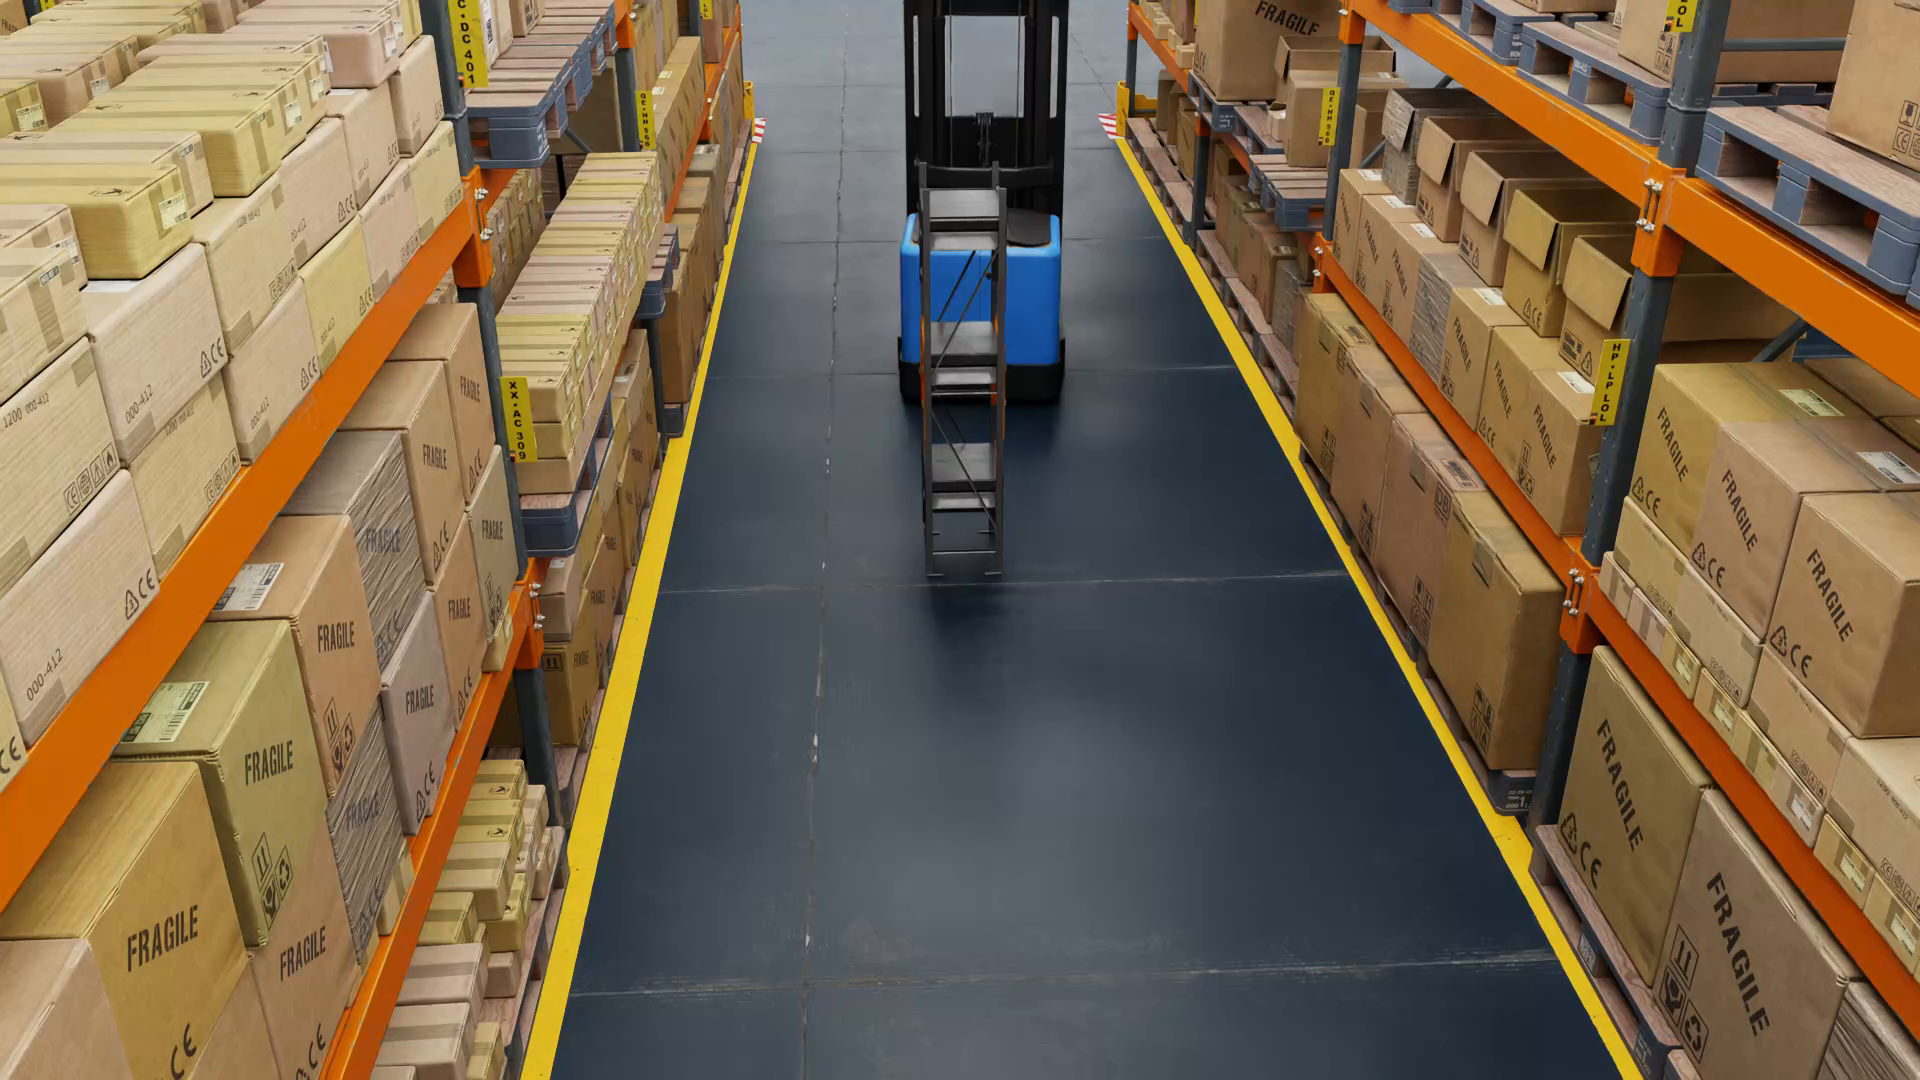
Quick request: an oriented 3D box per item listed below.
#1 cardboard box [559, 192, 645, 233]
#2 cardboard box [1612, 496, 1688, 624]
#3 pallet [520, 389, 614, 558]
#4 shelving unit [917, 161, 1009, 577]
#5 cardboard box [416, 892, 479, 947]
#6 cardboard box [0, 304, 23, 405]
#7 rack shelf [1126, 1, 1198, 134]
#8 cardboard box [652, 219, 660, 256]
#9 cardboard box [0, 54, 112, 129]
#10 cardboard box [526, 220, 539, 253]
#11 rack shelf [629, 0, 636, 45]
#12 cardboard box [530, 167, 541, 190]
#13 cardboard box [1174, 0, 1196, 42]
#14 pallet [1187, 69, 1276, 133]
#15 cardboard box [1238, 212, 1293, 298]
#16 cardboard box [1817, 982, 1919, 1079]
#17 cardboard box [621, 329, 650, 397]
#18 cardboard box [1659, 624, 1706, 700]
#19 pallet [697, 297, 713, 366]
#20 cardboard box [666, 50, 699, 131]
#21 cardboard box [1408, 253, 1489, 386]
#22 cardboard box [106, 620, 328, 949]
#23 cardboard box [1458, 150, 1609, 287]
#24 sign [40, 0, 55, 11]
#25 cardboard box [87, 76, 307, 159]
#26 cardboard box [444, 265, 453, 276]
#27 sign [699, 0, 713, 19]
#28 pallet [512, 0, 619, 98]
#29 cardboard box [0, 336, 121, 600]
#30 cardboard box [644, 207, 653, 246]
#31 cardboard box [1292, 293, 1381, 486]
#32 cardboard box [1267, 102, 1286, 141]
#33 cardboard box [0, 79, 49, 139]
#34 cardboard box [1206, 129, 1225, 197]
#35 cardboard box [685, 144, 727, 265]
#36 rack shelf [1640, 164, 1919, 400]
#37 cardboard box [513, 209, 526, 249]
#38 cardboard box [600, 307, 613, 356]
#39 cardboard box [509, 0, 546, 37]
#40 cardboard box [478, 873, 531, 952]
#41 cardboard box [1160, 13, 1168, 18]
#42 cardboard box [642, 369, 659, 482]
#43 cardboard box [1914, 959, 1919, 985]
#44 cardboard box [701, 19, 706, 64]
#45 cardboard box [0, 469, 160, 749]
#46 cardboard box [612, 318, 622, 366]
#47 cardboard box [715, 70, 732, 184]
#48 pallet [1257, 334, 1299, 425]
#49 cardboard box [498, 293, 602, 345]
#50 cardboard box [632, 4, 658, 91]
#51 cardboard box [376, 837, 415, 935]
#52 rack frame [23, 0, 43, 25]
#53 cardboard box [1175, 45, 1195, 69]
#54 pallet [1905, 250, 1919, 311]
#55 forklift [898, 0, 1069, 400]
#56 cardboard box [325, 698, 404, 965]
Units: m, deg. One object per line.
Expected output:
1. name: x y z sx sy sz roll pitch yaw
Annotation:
1. cardboard box: -1.790 -1.635 8.315 0.380 0.149 0.250 -1 28 -1
2. cardboard box: 2.615 0.060 5.731 0.500 0.250 0.500 -2 28 -4
3. pallet: -2.001 -0.296 6.781 1.003 0.211 1.213 -1 28 -3
4. shelving unit: 0.009 -0.855 8.618 0.431 2.100 0.503 -1 28 -3
5. cardboard box: -1.819 1.301 5.497 0.380 0.149 0.250 -1 28 -1
6. cardboard box: -1.624 -0.239 2.412 0.380 0.149 0.250 -1 28 -3
7. rack shelf: 2.330 -4.397 15.214 1.077 0.370 4.000 -1 28 -3
8. cardboard box: -1.820 -1.615 8.921 0.380 0.149 0.250 -1 28 -3
9. cardboard box: -2.281 -1.065 3.995 0.380 0.149 0.250 -2 28 -4
10. cardboard box: -2.480 -1.611 8.913 0.380 0.149 0.250 0 28 0
11. rack shelf: -2.420 -3.806 10.839 1.077 0.370 4.000 -1 28 -3
12. cardboard box: -2.485 -1.990 8.996 0.380 0.149 0.250 -1 28 -3
13. cardboard box: 2.355 -4.638 14.469 0.875 0.500 0.500 -1 28 -3
14. pallet: 2.329 -3.351 12.638 1.003 0.211 1.213 -1 28 -3
15. cardboard box: 2.480 -2.116 12.290 0.700 0.500 0.500 -4 28 -7
16. cardboard box: 2.900 1.792 4.415 0.875 0.875 0.875 -1 28 -3
17. cardboard box: -2.018 -0.973 9.309 0.500 0.250 0.500 -2 28 -4
18. cardboard box: 2.563 0.401 5.508 0.380 0.149 0.250 -1 28 -1
19. pallet: -2.342 -1.563 12.019 1.003 0.211 1.213 -1 28 -3
20. cardboard box: -2.204 -3.295 12.217 0.500 0.500 0.500 -2 28 -3
21. cardboard box: 2.480 -1.053 7.916 0.500 0.500 0.500 -1 28 -2
22. cardboard box: -1.694 0.516 3.506 0.500 0.500 0.500 -2 28 -4
23. cardboard box: 2.738 -1.485 7.661 0.797 0.503 0.637 -1 28 -1
24. sign: -6.908 -4.081 12.579 0.100 0.325 0.005 -1 28 -3
25. cardboard box: -1.724 -0.952 3.778 0.380 0.149 0.250 -2 28 -3
26. cardboard box: -2.390 -1.146 7.377 0.380 0.149 0.250 -3 28 -5
27. sign: -1.983 -4.215 12.921 0.100 0.325 0.005 -1 28 -3
28. pallet: -2.090 -2.038 6.873 1.213 0.211 1.003 -1 28 -3
29. cardboard box: -1.689 -0.112 2.600 0.500 0.250 0.500 -2 28 -3
30. cardboard box: -1.803 -1.617 8.602 0.380 0.149 0.250 -1 28 -1
31. cardboard box: 2.658 -0.870 9.517 1.225 0.875 0.875 -3 28 -5
32. cardboard box: 2.286 -2.835 11.133 0.396 0.266 0.258 -2 28 -4
33. cardboard box: -2.313 -0.938 3.752 0.380 0.149 0.250 0 28 0
34. cardboard box: 2.416 -3.320 14.621 0.500 0.500 0.500 7 28 14
35. cardboard box: -2.402 -2.623 13.014 1.050 0.750 0.750 -2 28 -3
36. rack shelf: 2.956 -0.185 3.895 1.077 0.370 4.000 -1 28 -3
37. cardboard box: -2.457 -1.602 8.574 0.380 0.149 0.250 -2 28 -4
38. cardboard box: -1.728 -0.908 7.242 0.380 0.149 0.250 0 28 -1
39. cardboard box: -2.056 -2.303 6.612 0.797 0.503 0.637 -2 28 -3
40. cardboard box: -1.715 1.307 5.807 0.380 0.149 0.250 -2 28 -4
41. cardboard box: 2.074 -4.813 15.507 0.380 0.149 0.250 -1 28 -3
42. cardboard box: -2.020 -0.652 9.505 0.500 0.500 0.500 -2 28 -3
43. cardboard box: 2.644 1.113 4.144 0.380 0.149 0.250 -1 28 -2
44. cardboard box: -2.607 -4.209 13.914 0.875 0.550 0.550 -1 28 -3
45. cardboard box: -1.689 0.102 2.728 0.500 0.250 0.500 -1 28 -1
46. cardboard box: -1.741 -0.895 7.540 0.380 0.149 0.250 -2 28 -4
47. cardboard box: -2.538 -3.671 14.889 0.875 0.875 0.875 -1 28 -2
48. pallet: 2.604 -1.069 11.072 1.003 0.211 1.213 -1 28 -3
49. cardboard box: -1.710 -0.918 6.942 0.380 0.149 0.250 -2 28 -3
50. cardboard box: -2.413 -3.273 11.093 0.700 0.500 0.500 -2 28 -3
51. cardboard box: -1.705 0.933 4.488 0.380 0.149 0.250 -1 28 -2
52. rack frame: -7.462 -3.553 12.818 1.000 3.000 0.127 -1 28 -3
53. cardboard box: 2.048 -4.118 14.174 0.380 0.149 0.250 -1 28 -3
54. pallet: 2.945 -0.448 3.718 1.003 0.211 1.213 -1 28 -3
55. forklift: 0.182 -2.858 11.561 1.130 2.935 3.031 1 28 2
56. cardboard box: -1.744 0.724 4.188 0.500 0.500 0.500 -2 28 -4
